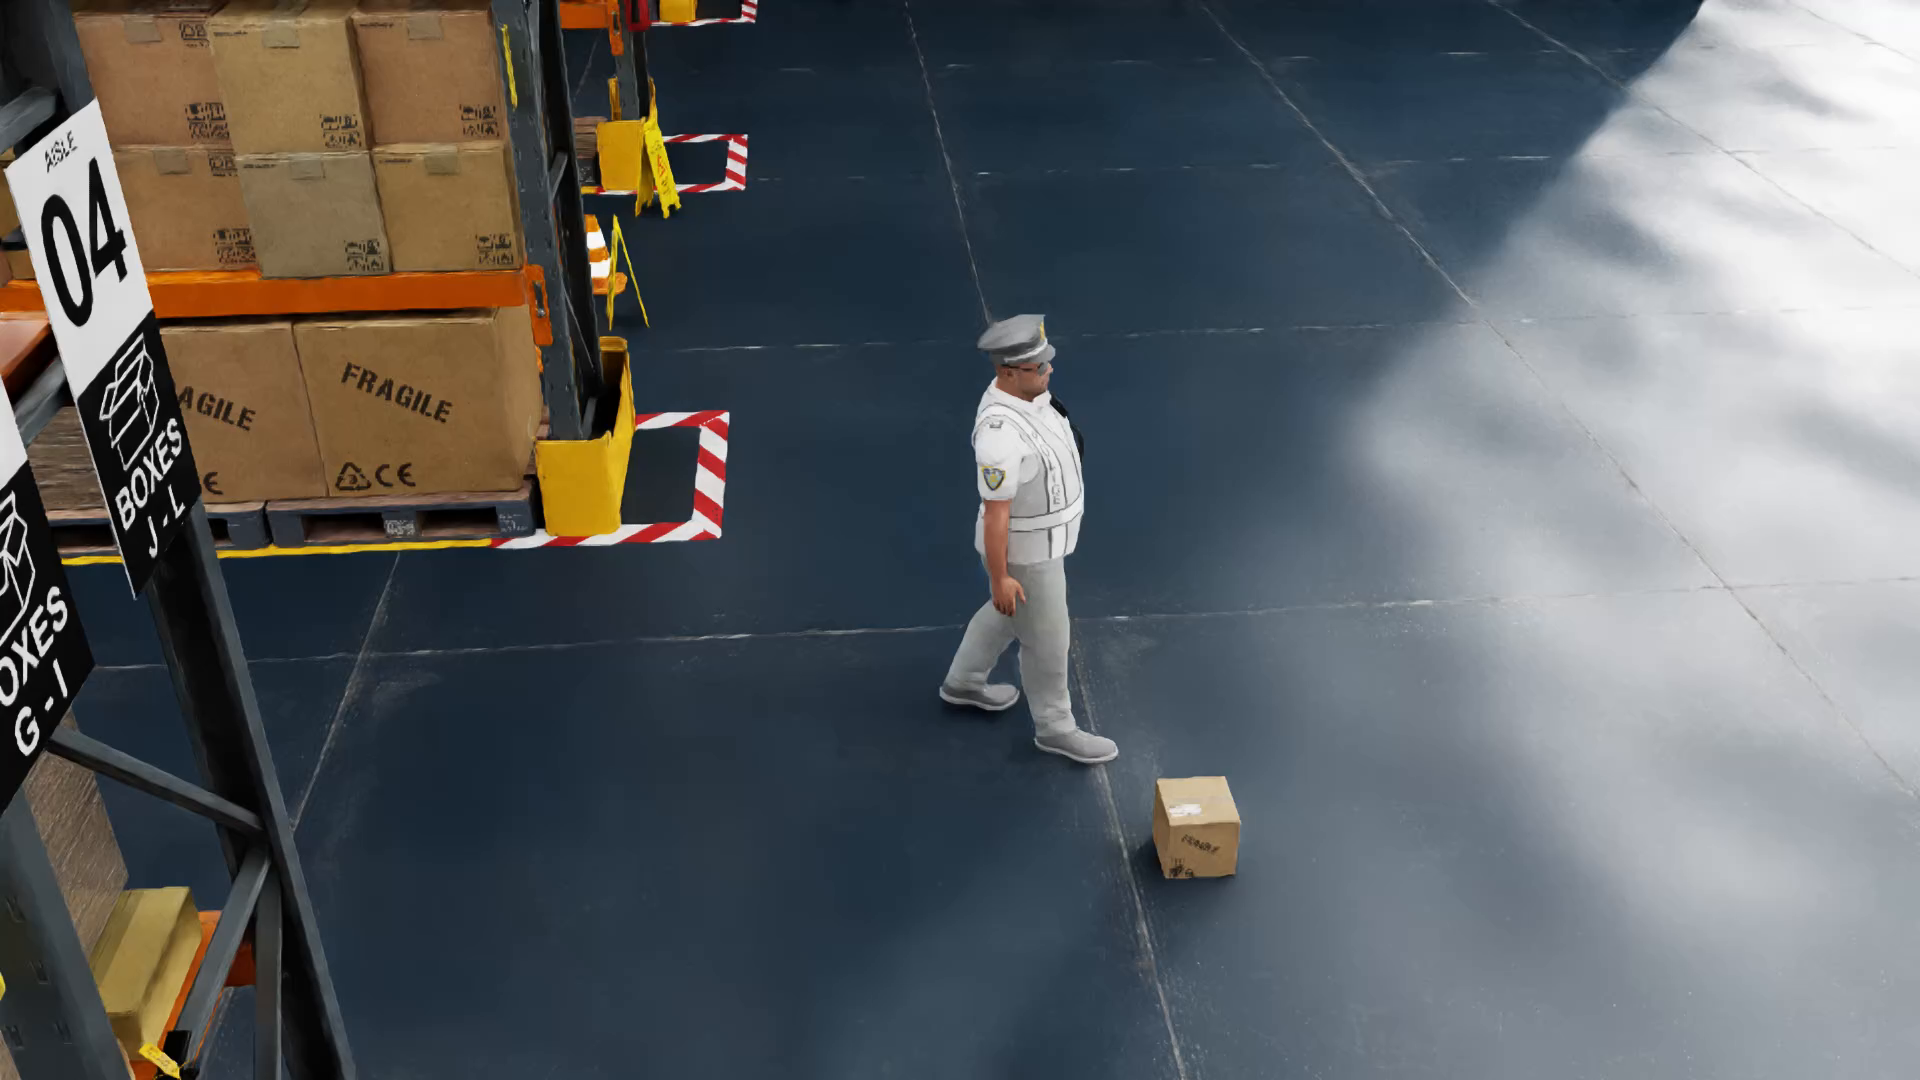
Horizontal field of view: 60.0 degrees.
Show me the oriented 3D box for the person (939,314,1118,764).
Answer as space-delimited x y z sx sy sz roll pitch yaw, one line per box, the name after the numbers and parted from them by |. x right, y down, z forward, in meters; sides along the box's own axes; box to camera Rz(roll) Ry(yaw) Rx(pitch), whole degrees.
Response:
0.266 -0.008 6.117 0.735 1.754 0.570 5 31 8 | person
